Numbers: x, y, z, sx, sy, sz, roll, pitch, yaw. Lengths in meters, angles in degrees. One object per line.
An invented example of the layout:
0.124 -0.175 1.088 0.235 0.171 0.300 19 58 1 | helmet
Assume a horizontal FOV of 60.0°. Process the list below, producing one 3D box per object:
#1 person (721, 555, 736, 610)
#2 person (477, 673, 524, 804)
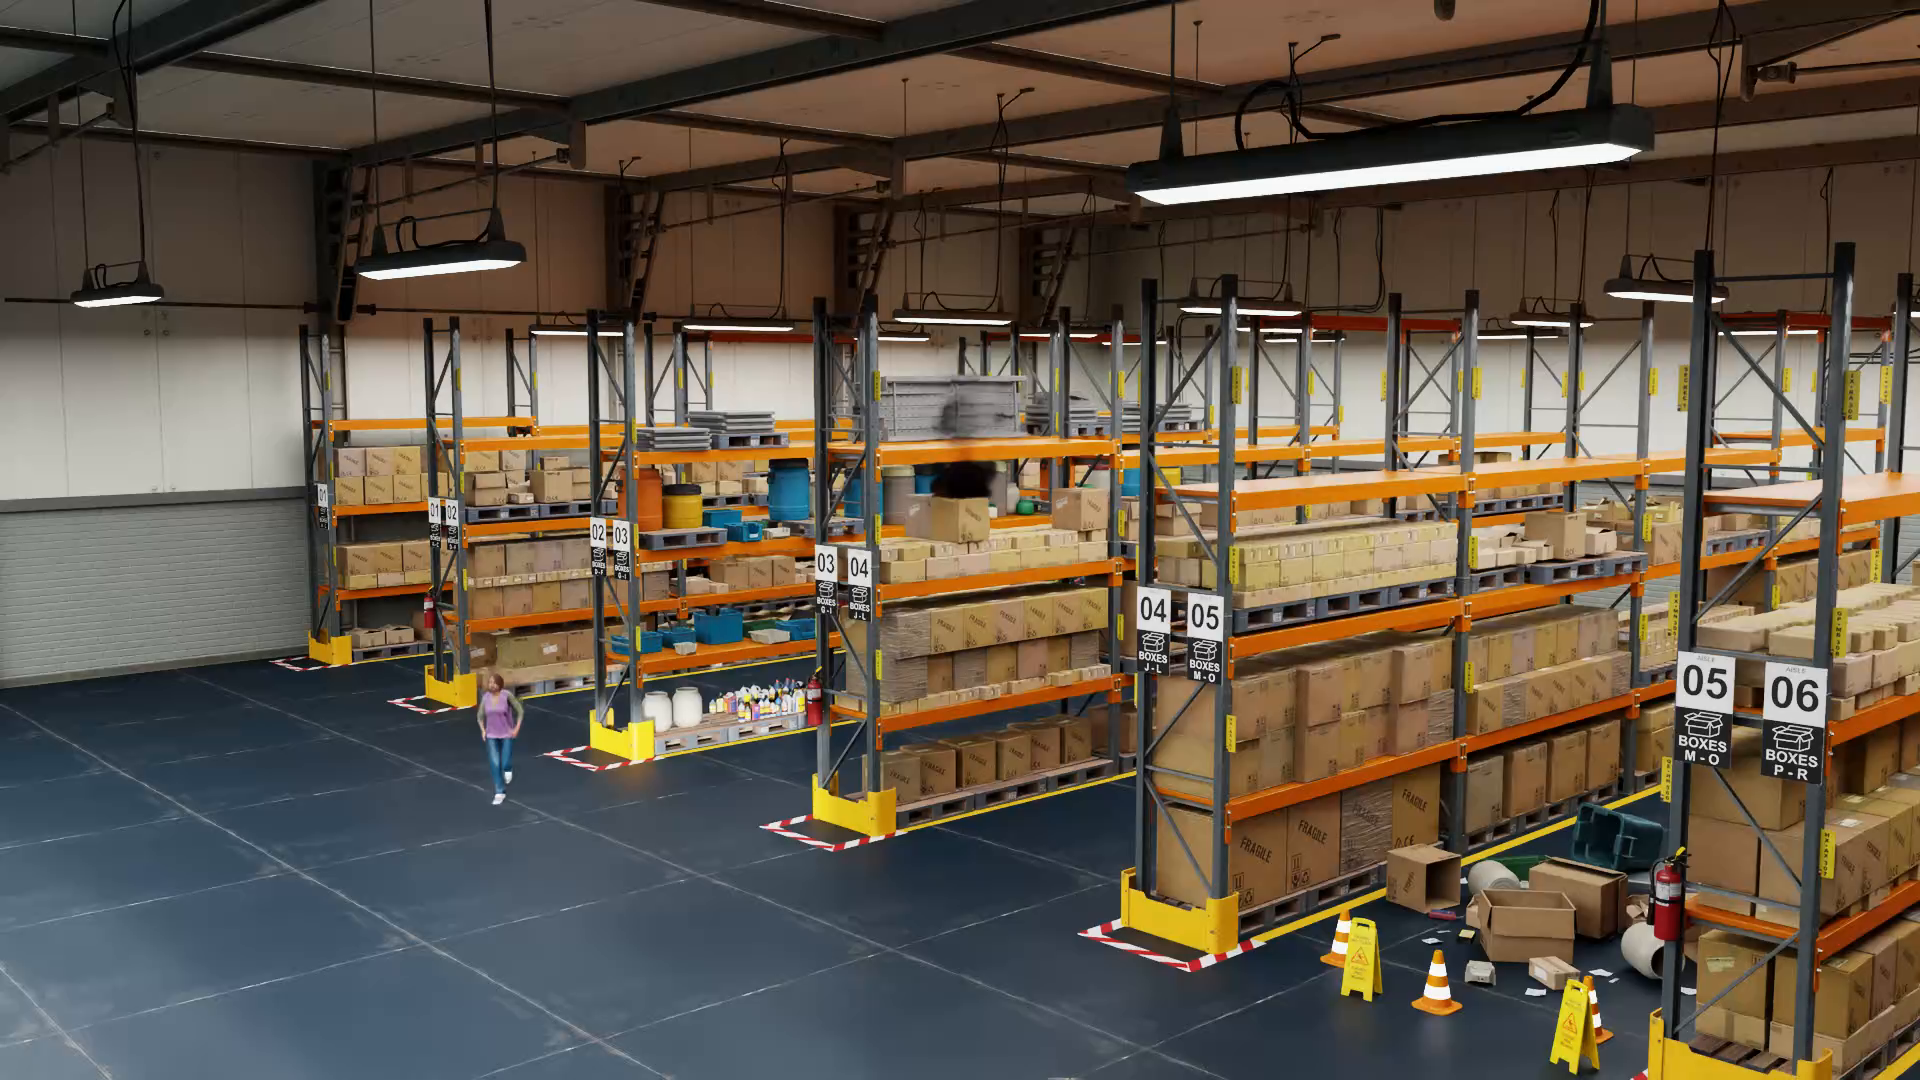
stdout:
-4.418 1.097 32.037 0.562 1.682 0.889 4 7 36 | person
-5.546 2.372 20.107 0.552 1.576 0.606 0 6 -2 | person
